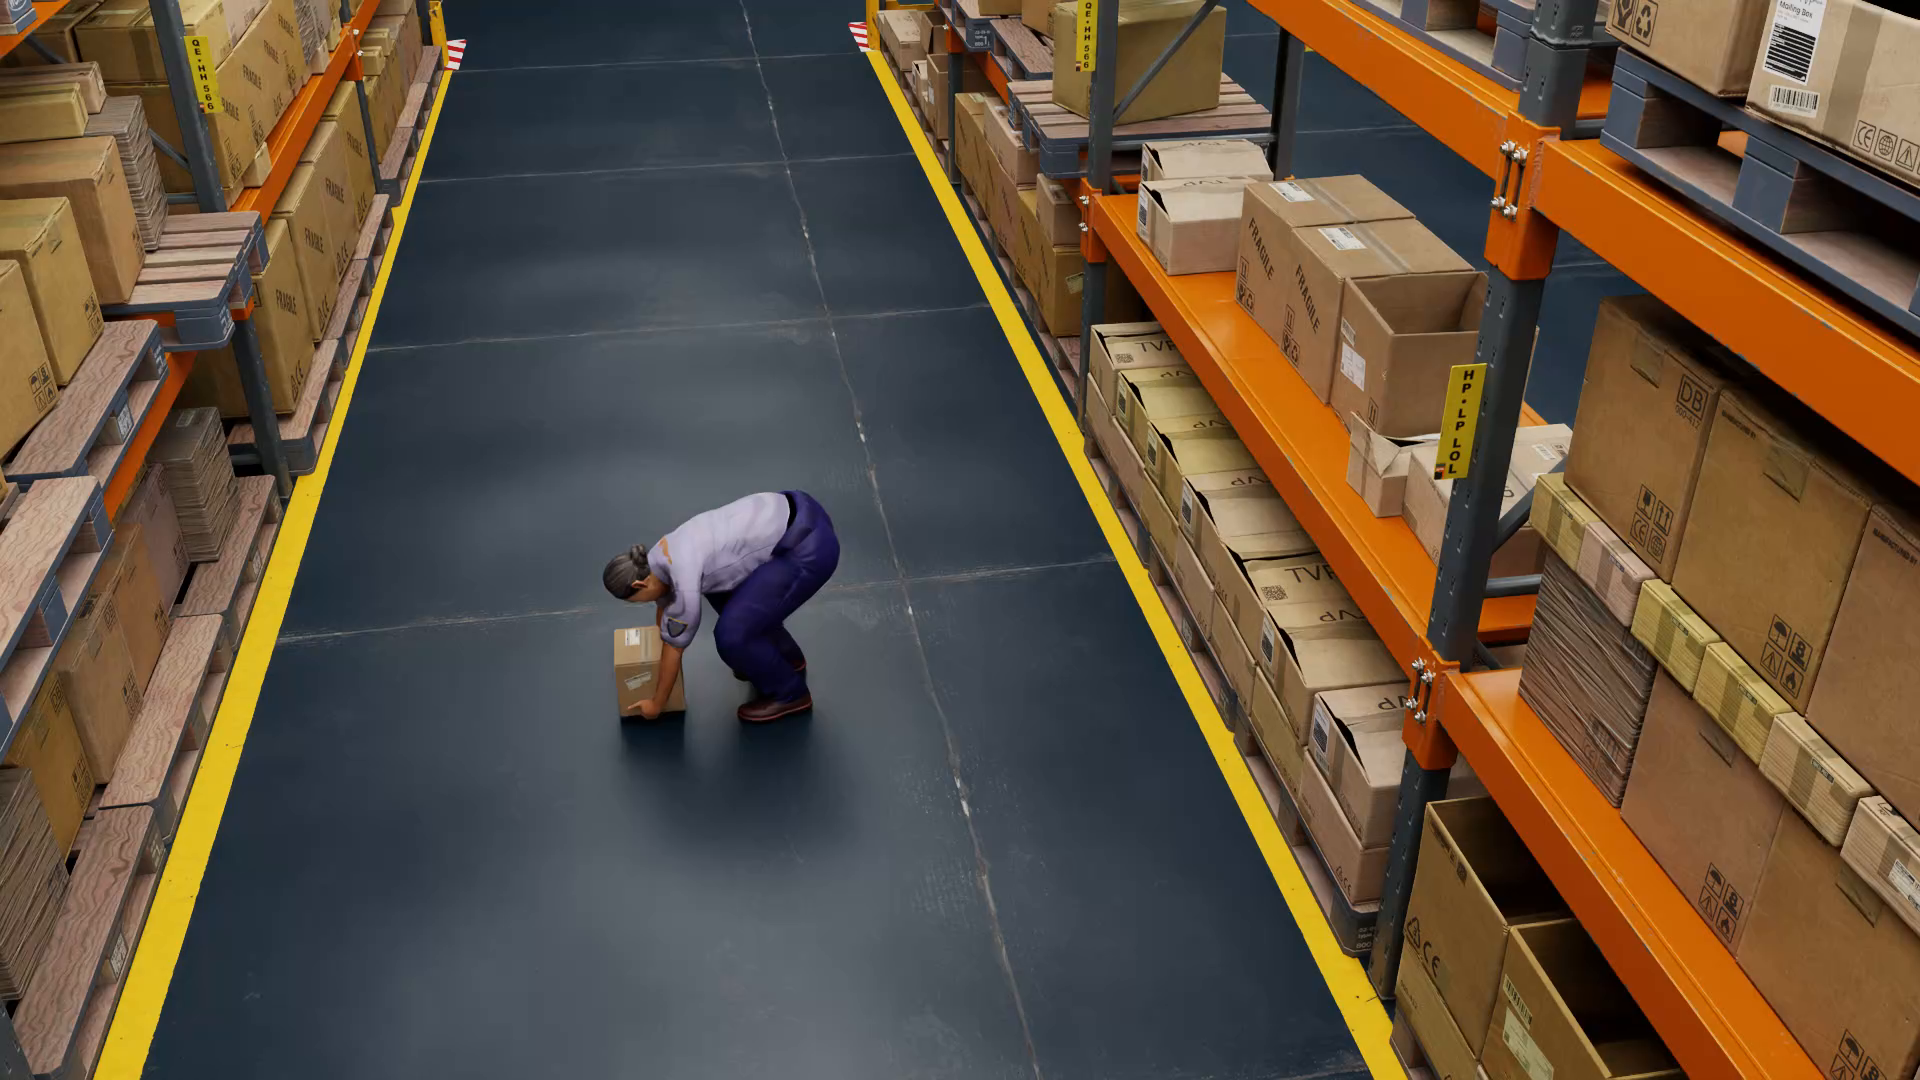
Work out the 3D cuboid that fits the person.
[{"bbox_3d":[-0.912,0.261,6.472,0.898,0.868,0.517,-7,32,-11],"label":"person"}]
